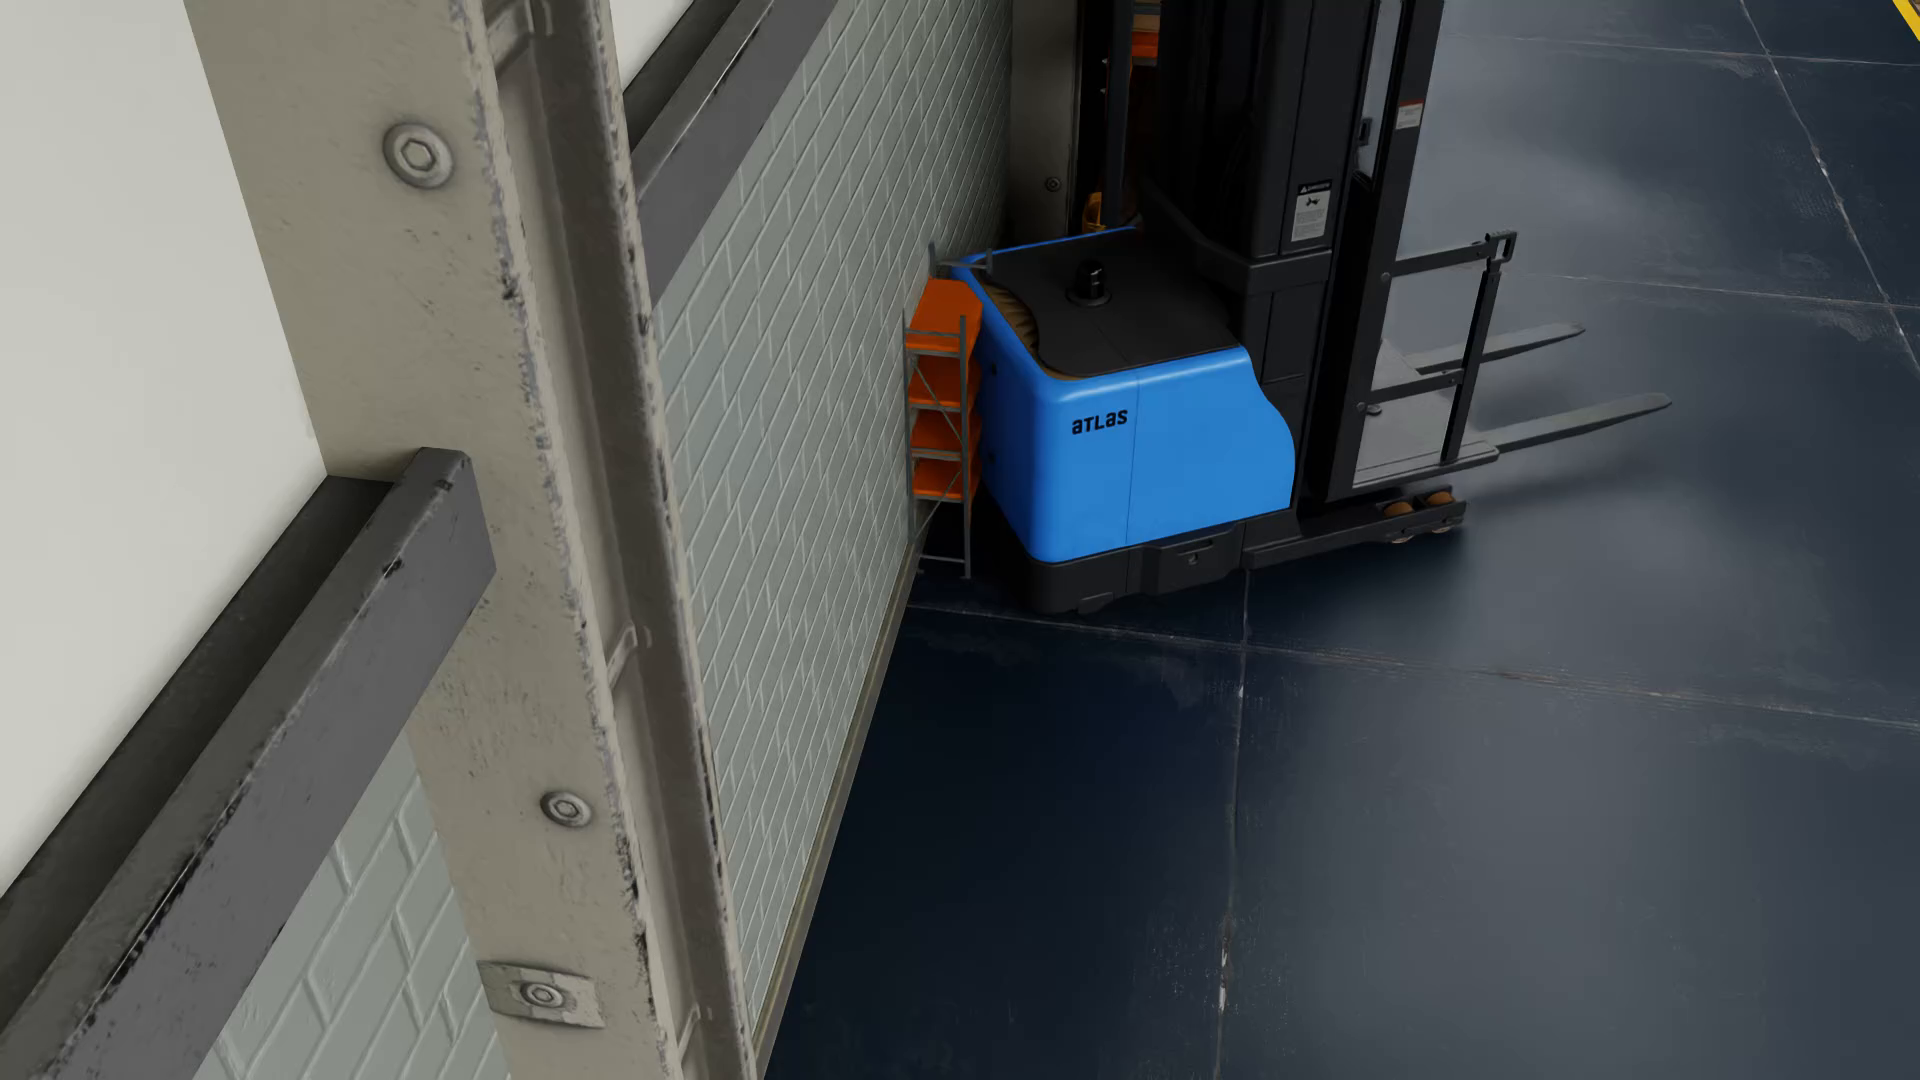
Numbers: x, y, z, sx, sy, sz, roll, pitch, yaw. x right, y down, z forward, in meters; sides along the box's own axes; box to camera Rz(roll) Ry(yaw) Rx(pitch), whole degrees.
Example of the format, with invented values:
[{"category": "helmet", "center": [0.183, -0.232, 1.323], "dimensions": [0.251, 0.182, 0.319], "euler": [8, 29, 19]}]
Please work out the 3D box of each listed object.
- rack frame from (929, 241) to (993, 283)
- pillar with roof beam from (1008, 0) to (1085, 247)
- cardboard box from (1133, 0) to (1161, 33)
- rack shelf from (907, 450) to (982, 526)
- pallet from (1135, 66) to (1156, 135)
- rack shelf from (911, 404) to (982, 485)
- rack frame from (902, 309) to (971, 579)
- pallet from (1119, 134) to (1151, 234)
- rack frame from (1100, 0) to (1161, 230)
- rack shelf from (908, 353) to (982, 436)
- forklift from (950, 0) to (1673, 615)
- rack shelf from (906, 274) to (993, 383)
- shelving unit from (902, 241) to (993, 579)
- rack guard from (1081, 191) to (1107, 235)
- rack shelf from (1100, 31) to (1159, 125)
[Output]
[{"category": "rack frame", "center": [0.014, -0.632, 6.561], "dimensions": [0.240, 1.200, 0.015], "euler": [7, 40, 10]}, {"category": "pillar with roof beam", "center": [4.664, -4.609, 5.262], "dimensions": [9.100, 9.000, 0.400], "euler": [6, 40, 8]}, {"category": "cardboard box", "center": [1.045, -2.501, 7.523], "dimensions": [0.500, 0.250, 0.500], "euler": [7, 40, 8]}, {"category": "rack shelf", "center": [-0.031, -0.275, 6.545], "dimensions": [0.258, 0.148, 0.480], "euler": [7, 40, 10]}, {"category": "pallet", "center": [1.557, -2.479, 9.583], "dimensions": [1.003, 0.211, 1.213], "euler": [6, 40, 8]}, {"category": "rack shelf", "center": [-0.035, -0.428, 6.419], "dimensions": [0.258, 0.148, 0.480], "euler": [7, 40, 10]}, {"category": "rack frame", "center": [-0.087, -0.328, 6.193], "dimensions": [0.240, 1.200, 0.015], "euler": [7, 40, 10]}, {"category": "pallet", "center": [1.343, -1.715, 8.659], "dimensions": [1.003, 0.211, 1.213], "euler": [6, 40, 8]}, {"category": "rack frame", "center": [1.155, -2.236, 7.101], "dimensions": [1.000, 3.000, 0.127], "euler": [6, 40, 8]}, {"category": "rack shelf", "center": [-0.039, -0.601, 6.278], "dimensions": [0.258, 0.148, 0.480], "euler": [7, 40, 10]}, {"category": "forklift", "center": [1.520, -1.420, 6.167], "dimensions": [3.031, 2.935, 1.130], "euler": [-13, 41, -15]}, {"category": "rack shelf", "center": [-0.044, -0.784, 6.128], "dimensions": [0.258, 0.148, 0.480], "euler": [7, 40, 10]}, {"category": "shelving unit", "center": [-0.036, -0.480, 6.377], "dimensions": [0.258, 1.200, 0.503], "euler": [7, 40, 10]}, {"category": "rack guard", "center": [1.168, -1.321, 7.955], "dimensions": [1.175, 0.500, 0.348], "euler": [6, 40, 8]}, {"category": "rack shelf", "center": [1.501, -3.214, 8.848], "dimensions": [1.077, 0.370, 4.000], "euler": [6, 40, 8]}]
